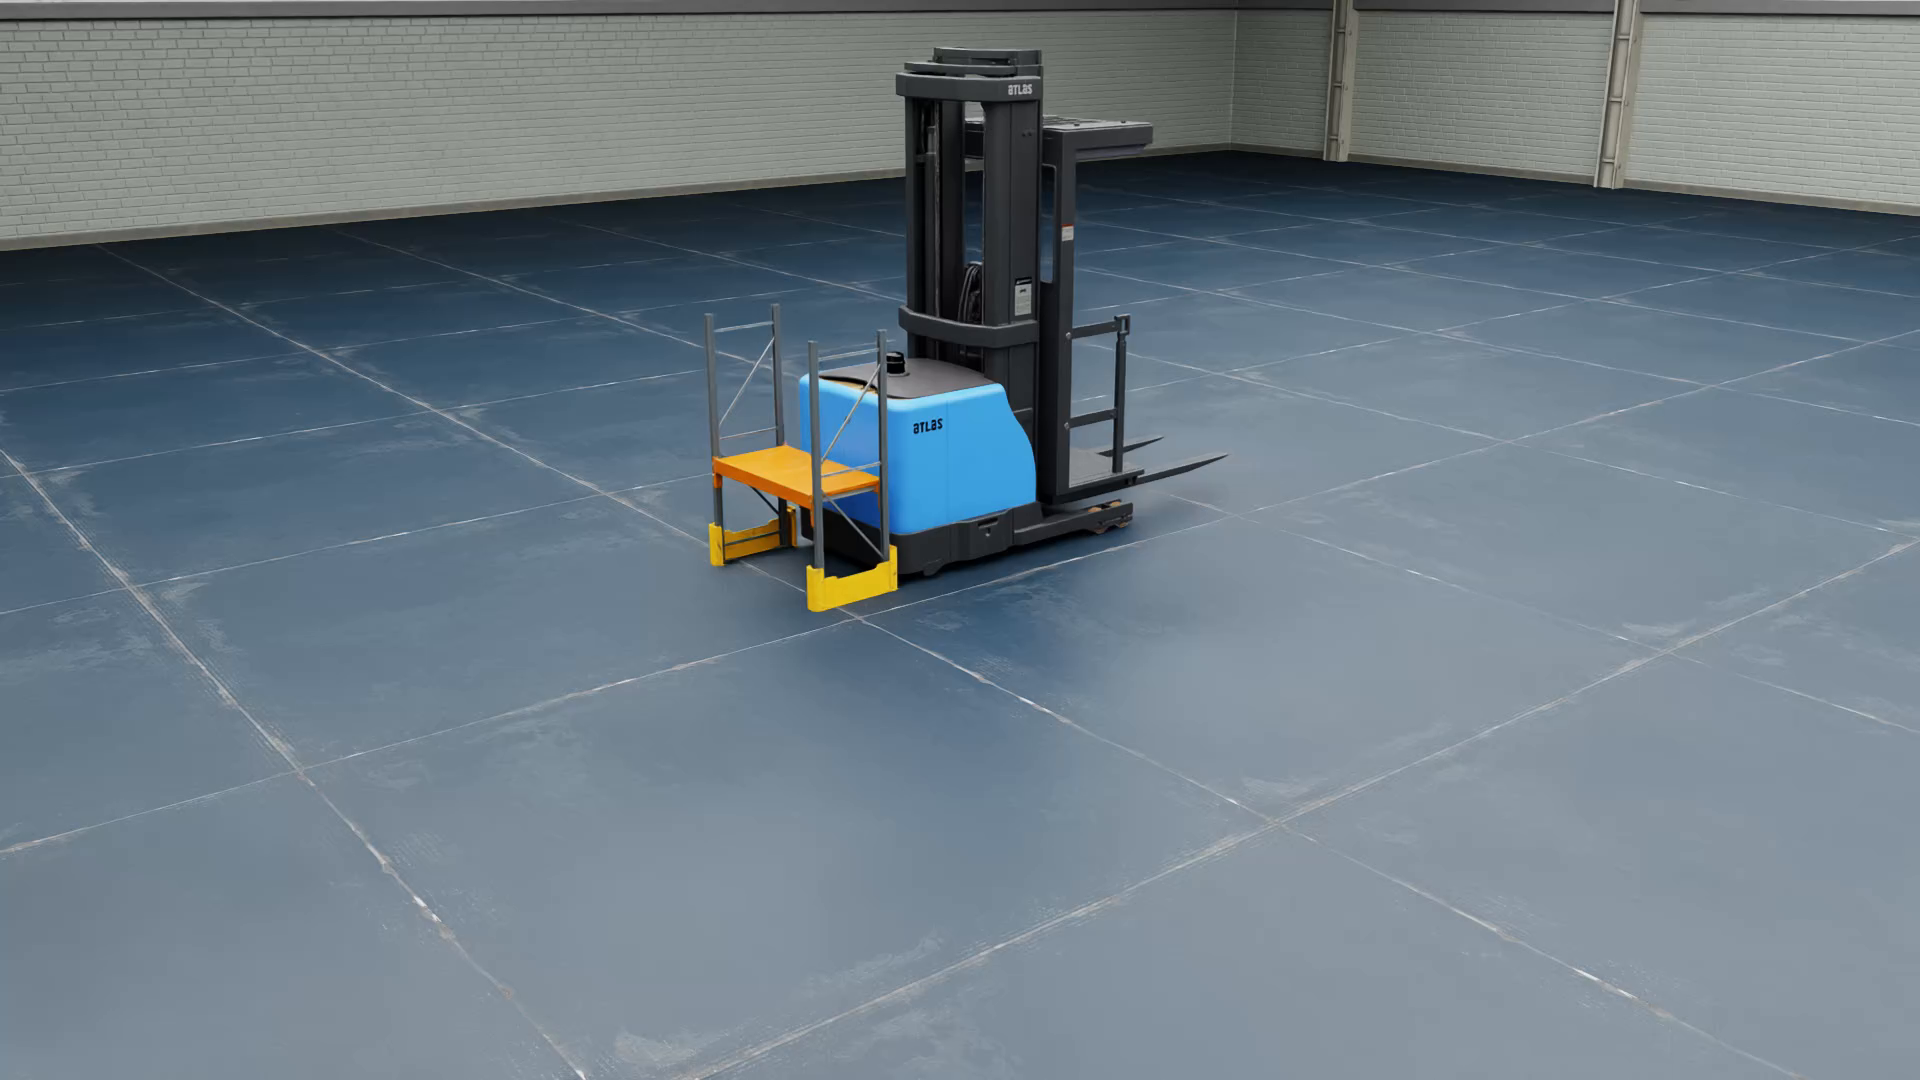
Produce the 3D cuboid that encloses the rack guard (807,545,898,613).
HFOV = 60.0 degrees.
[{"bbox_3d":[-0.599,0.214,9.318,0.587,0.250,0.087,-15,24,-38],"label":"rack guard"}]

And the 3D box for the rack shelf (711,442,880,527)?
[{"bbox_3d":[-0.928,-0.330,9.544,0.538,0.185,1.000,-15,24,-38],"label":"rack shelf"}]

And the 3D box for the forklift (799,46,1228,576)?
[{"bbox_3d":[0.475,-1.544,10.362,3.031,2.935,1.130,-15,23,-38],"label":"forklift"}]

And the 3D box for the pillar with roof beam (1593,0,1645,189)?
[{"bbox_3d":[7.875,-9.552,24.895,9.100,9.000,0.400,-14,23,-36],"label":"pillar with roof beam"}]

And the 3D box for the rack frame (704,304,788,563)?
[{"bbox_3d":[-1.258,-0.623,9.855,0.500,1.500,0.032,-15,24,-38],"label":"rack frame"}]

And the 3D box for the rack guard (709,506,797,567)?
[{"bbox_3d":[-1.244,-0.025,10.038,0.587,0.250,0.087,-15,24,-38],"label":"rack guard"}]

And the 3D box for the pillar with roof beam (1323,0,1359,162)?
[{"bbox_3d":[4.149,-11.031,29.360,9.100,9.000,0.400,-14,23,-36],"label":"pillar with roof beam"}]

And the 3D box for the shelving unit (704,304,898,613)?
[{"bbox_3d":[-0.923,-0.499,9.481,0.587,1.500,1.083,-15,24,-38],"label":"shelving unit"}]

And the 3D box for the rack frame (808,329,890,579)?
[{"bbox_3d":[-0.600,-0.379,9.119,0.500,1.500,0.032,-15,24,-38],"label":"rack frame"}]
